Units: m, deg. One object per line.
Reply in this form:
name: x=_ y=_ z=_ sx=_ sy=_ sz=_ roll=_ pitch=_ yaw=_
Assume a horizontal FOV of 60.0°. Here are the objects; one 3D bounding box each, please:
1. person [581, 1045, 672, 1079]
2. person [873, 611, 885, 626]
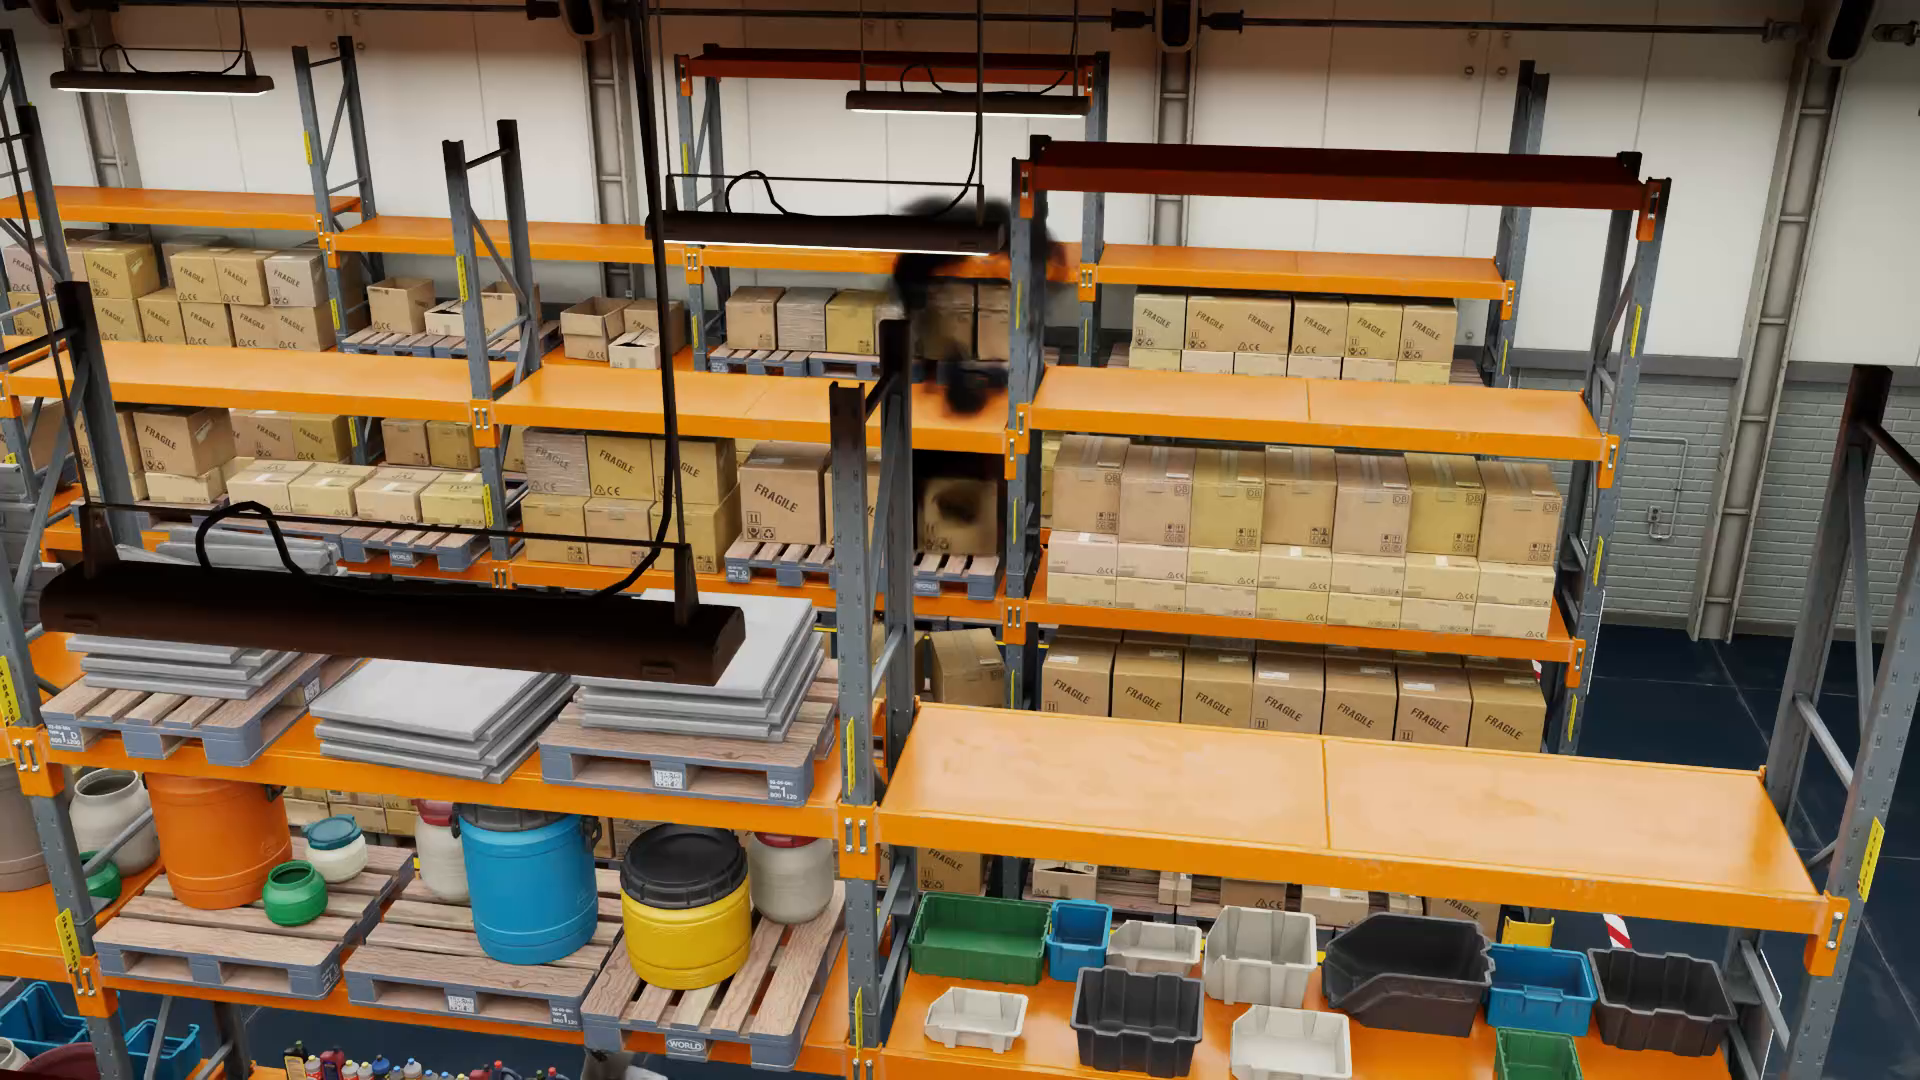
person: x=-2.210 y=3.212 z=10.695 sx=0.788 sy=1.710 sz=0.659 roll=2 pitch=23 yaw=5
person: x=-0.771 y=1.244 z=15.369 sx=0.566 sy=1.630 sz=0.581 roll=6 pitch=24 yaw=13
